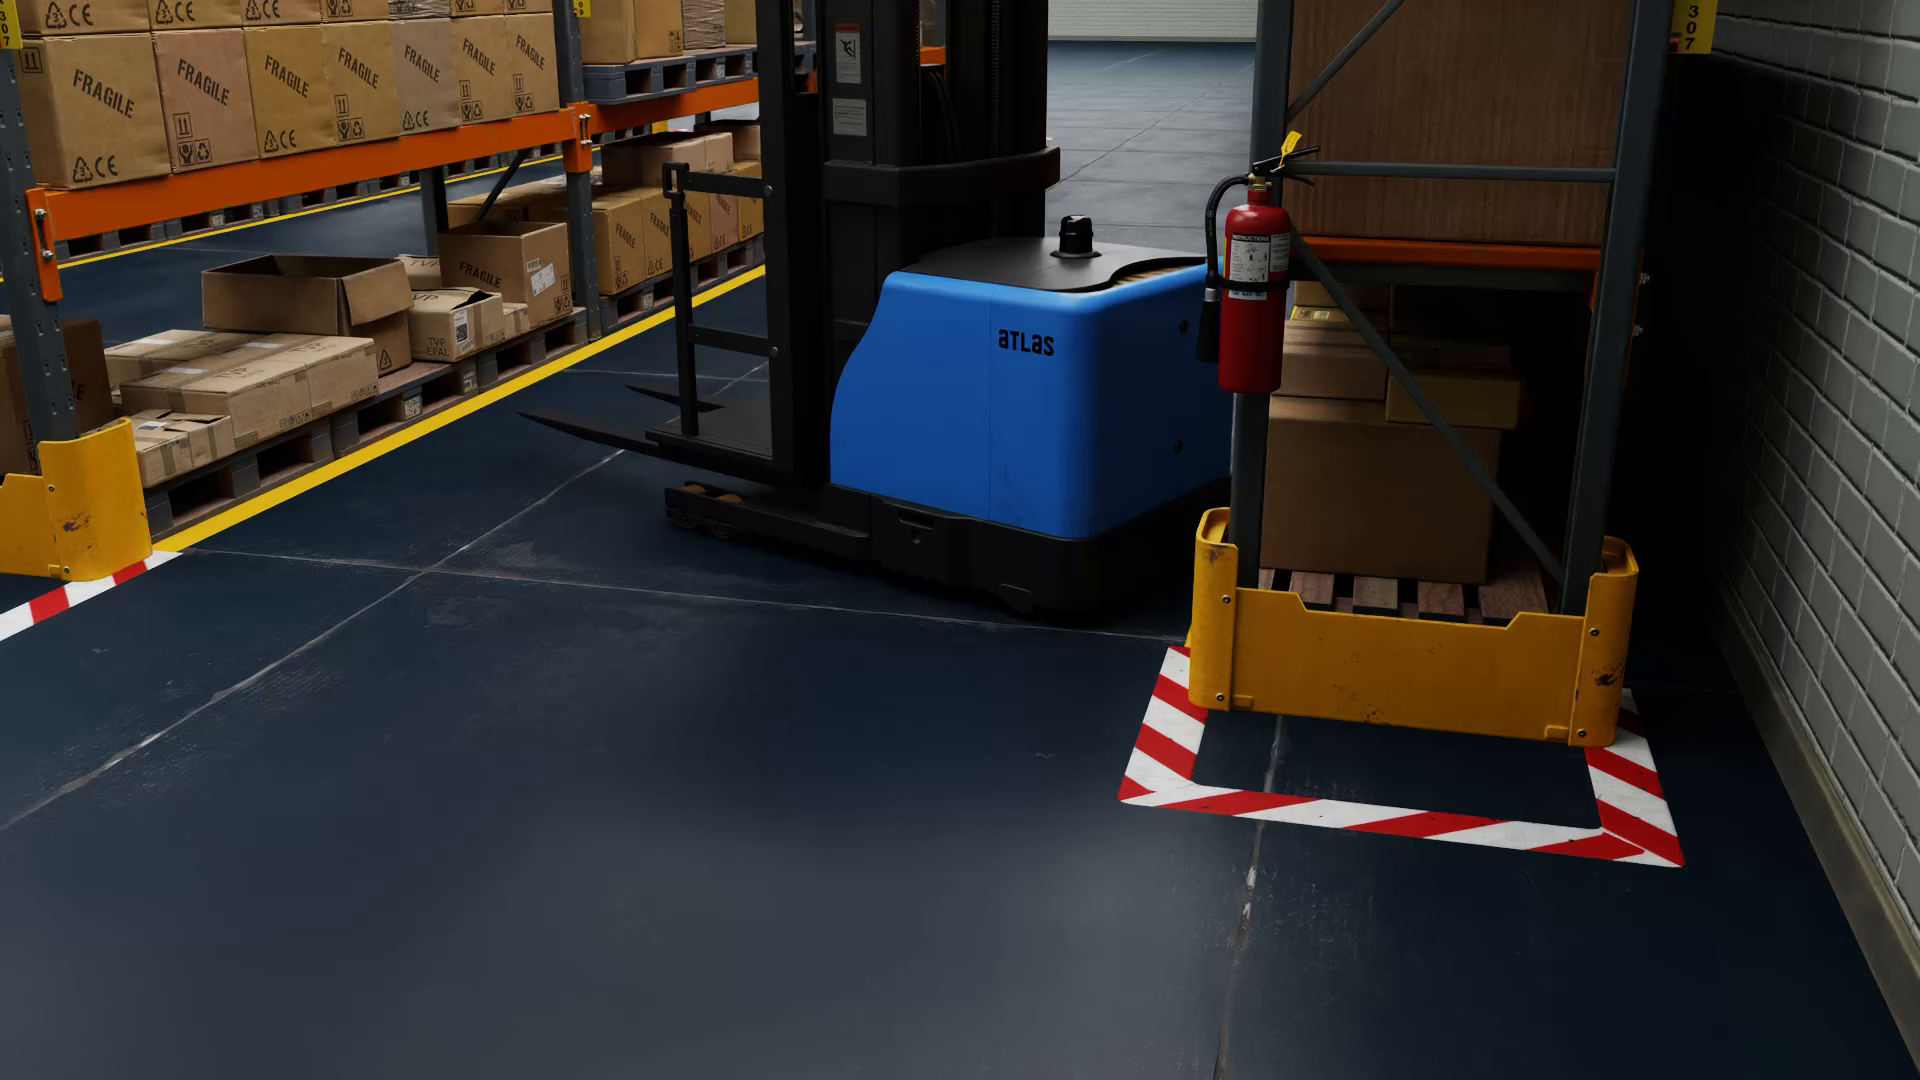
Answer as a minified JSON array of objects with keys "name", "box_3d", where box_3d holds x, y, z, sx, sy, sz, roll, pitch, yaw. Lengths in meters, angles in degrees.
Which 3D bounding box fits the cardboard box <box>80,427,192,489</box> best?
[{"name":"cardboard box","box_3d":[-3.105,-0.308,6.180,0.380,0.149,0.250,5,19,13]}]

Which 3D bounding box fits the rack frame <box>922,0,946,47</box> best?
[{"name":"rack frame","box_3d":[-0.608,-5.106,16.497,1.000,3.000,0.127,5,19,13]}]

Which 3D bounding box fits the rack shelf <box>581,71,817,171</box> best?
[{"name":"rack shelf","box_3d":[-2.074,-2.885,11.107,1.077,0.370,4.000,5,19,13]}]

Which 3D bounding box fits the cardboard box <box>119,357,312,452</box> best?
[{"name":"cardboard box","box_3d":[-3.010,-0.557,6.751,0.500,0.250,0.500,5,19,13]}]

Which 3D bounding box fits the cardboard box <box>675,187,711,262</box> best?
[{"name":"cardboard box","box_3d":[-1.960,-2.081,10.825,0.500,0.500,0.500,5,19,14]}]

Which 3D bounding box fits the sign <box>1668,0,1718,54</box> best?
[{"name":"sign","box_3d":[1.801,-1.357,4.057,0.100,0.325,0.005,5,19,13]}]

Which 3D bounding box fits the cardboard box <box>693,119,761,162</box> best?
[{"name":"cardboard box","box_3d":[-1.596,-2.903,12.073,0.500,0.250,0.500,5,20,15]}]

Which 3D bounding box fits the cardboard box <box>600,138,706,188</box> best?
[{"name":"cardboard box","box_3d":[-1.964,-2.425,10.673,0.500,0.250,0.500,5,19,13]}]

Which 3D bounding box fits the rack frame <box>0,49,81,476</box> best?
[{"name":"rack frame","box_3d":[-3.540,-1.345,5.485,1.000,3.000,0.127,5,19,13]}]

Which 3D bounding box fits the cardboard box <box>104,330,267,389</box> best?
[{"name":"cardboard box","box_3d":[-3.385,-0.737,7.279,0.500,0.250,0.500,5,19,13]}]

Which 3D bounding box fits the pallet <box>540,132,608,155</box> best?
[{"name":"pallet","box_3d":[-4.910,-4.770,19.826,1.003,0.211,1.213,5,19,13]}]

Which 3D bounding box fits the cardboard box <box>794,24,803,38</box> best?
[{"name":"cardboard box","box_3d":[-1.455,-3.921,13.164,0.500,0.311,0.500,6,20,17]}]

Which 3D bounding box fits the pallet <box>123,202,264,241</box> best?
[{"name":"pallet","box_3d":[-6.540,-2.675,13.693,1.003,0.211,1.213,5,19,13]}]

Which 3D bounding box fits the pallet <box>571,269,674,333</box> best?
[{"name":"pallet","box_3d":[-2.401,-1.537,10.362,1.003,0.211,1.213,5,19,13]}]

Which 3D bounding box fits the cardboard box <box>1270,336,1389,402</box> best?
[{"name":"cardboard box","box_3d":[1.193,-0.560,5.400,0.380,0.149,0.250,4,19,13]}]

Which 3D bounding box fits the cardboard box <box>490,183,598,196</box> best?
[{"name":"cardboard box","box_3d":[-2.591,-1.956,10.459,0.500,0.500,0.500,5,19,14]}]

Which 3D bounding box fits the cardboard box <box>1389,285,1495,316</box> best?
[{"name":"cardboard box","box_3d":[1.872,-0.927,6.475,0.380,0.149,0.250,4,19,12]}]

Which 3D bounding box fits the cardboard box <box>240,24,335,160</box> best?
[{"name":"cardboard box","box_3d":[-2.930,-1.830,6.750,0.500,0.500,0.500,5,19,13]}]

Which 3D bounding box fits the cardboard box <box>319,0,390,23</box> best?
[{"name":"cardboard box","box_3d":[-2.806,-2.464,7.059,0.500,0.500,0.500,4,19,13]}]

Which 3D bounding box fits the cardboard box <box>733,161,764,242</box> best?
[{"name":"cardboard box","box_3d":[-1.713,-2.404,11.772,0.500,0.500,0.500,4,19,11]}]

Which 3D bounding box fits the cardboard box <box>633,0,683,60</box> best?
[{"name":"cardboard box","box_3d":[-2.124,-3.196,10.100,0.700,0.500,0.500,8,20,22]}]

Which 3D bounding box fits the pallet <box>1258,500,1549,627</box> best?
[{"name":"pallet","box_3d":[1.384,0.108,5.546,1.003,0.211,1.213,5,19,13]}]

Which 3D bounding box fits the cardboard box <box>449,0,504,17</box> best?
[{"name":"cardboard box","box_3d":[-2.558,-2.780,7.983,0.500,0.500,0.500,4,19,12]}]

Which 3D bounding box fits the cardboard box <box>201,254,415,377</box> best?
[{"name":"cardboard box","box_3d":[-3.017,-1.036,7.763,0.797,0.503,0.637,5,19,13]}]

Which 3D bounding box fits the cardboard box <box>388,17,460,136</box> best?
[{"name":"cardboard box","box_3d":[-2.684,-2.146,7.676,0.500,0.500,0.500,5,20,15]}]

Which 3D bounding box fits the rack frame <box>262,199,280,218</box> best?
[{"name":"rack frame","box_3d":[-6.388,-4.245,13.975,1.000,3.000,0.127,5,19,13]}]

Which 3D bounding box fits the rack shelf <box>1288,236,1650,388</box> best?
[{"name":"rack shelf","box_3d":[1.753,-1.242,6.295,1.077,0.370,4.000,5,19,13]}]

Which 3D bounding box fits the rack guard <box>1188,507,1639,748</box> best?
[{"name":"rack guard","box_3d":[1.258,0.235,4.725,1.175,0.500,0.348,5,19,13]}]

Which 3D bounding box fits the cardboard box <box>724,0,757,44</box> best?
[{"name":"cardboard box","box_3d":[-1.630,-3.892,12.138,0.700,0.500,0.500,-2,19,-5]}]

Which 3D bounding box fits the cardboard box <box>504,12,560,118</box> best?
[{"name":"cardboard box","box_3d":[-2.436,-2.469,8.621,0.500,0.500,0.500,5,19,14]}]

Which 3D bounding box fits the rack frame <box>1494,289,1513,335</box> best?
[{"name":"rack frame","box_3d":[2.241,-2.209,8.014,1.000,3.000,0.127,5,19,13]}]

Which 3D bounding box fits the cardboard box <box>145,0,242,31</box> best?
[{"name":"cardboard box","box_3d":[-3.056,-2.148,6.135,0.500,0.500,0.500,5,19,14]}]

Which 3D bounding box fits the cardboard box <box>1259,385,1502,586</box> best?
[{"name":"cardboard box","box_3d":[1.338,-0.198,5.345,0.700,0.500,0.500,5,19,13]}]

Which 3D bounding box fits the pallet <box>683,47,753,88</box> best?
[{"name":"pallet","box_3d":[-2.056,-3.152,11.072,1.003,0.211,1.213,5,19,13]}]

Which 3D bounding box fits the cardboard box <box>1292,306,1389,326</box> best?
[{"name":"cardboard box","box_3d":[1.706,-0.680,6.757,0.700,0.500,0.500,5,20,15]}]

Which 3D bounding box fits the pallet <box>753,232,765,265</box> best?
[{"name":"pallet","box_3d":[-1.805,-2.302,12.601,1.003,0.211,1.213,5,19,13]}]

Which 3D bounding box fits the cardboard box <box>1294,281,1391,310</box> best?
[{"name":"cardboard box","box_3d":[1.571,-1.049,6.831,0.380,0.149,0.250,4,19,12]}]

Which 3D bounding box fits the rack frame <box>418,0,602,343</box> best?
[{"name":"rack frame","box_3d":[-2.563,-2.599,9.156,1.000,3.000,0.127,5,19,13]}]

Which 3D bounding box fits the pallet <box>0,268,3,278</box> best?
[{"name":"pallet","box_3d":[-7.136,-1.910,11.454,1.003,0.211,1.213,5,19,13]}]

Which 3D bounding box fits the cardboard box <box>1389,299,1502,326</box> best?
[{"name":"cardboard box","box_3d":[1.748,-0.767,6.007,0.380,0.149,0.250,5,19,14]}]

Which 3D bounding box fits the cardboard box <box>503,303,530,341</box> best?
[{"name":"cardboard box","box_3d":[-2.461,-1.135,8.599,0.380,0.149,0.250,5,19,13]}]

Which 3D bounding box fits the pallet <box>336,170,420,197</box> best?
[{"name":"pallet","box_3d":[-5.861,-3.546,16.244,1.003,0.211,1.213,5,19,13]}]

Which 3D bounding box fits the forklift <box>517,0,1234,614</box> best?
[{"name":"forklift","box_3d":[-0.496,-1.511,6.078,3.031,2.935,1.130,14,23,35]}]

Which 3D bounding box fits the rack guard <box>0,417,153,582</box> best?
[{"name":"rack guard","box_3d":[-3.522,-0.186,5.959,1.175,0.500,0.348,5,19,13]}]

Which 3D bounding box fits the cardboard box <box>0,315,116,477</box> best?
[{"name":"cardboard box","box_3d":[-3.646,-0.560,6.374,0.500,0.500,0.500,5,19,13]}]

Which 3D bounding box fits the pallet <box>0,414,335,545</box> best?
[{"name":"pallet","box_3d":[-3.328,-0.299,6.737,1.003,0.211,1.213,5,19,13]}]

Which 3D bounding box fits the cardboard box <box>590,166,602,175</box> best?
[{"name":"cardboard box","box_3d":[-2.346,-2.272,11.387,0.500,0.500,0.500,4,19,12]}]

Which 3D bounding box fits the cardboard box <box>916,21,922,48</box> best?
[{"name":"cardboard box","box_3d":[-0.686,-4.878,16.059,0.500,0.250,0.500,6,20,17]}]

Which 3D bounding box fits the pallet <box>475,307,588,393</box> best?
[{"name":"pallet","box_3d":[-2.732,-1.064,8.976,1.003,0.211,1.213,5,19,13]}]

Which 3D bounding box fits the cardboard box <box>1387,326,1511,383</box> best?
[{"name":"cardboard box","box_3d":[1.624,-0.609,5.544,0.380,0.149,0.250,5,19,14]}]

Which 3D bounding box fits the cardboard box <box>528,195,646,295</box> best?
[{"name":"cardboard box","box_3d":[-2.209,-1.757,9.876,0.500,0.500,0.500,4,19,11]}]

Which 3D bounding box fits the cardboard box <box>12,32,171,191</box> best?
[{"name":"cardboard box","box_3d":[-3.176,-1.511,5.815,0.500,0.500,0.500,5,20,15]}]
